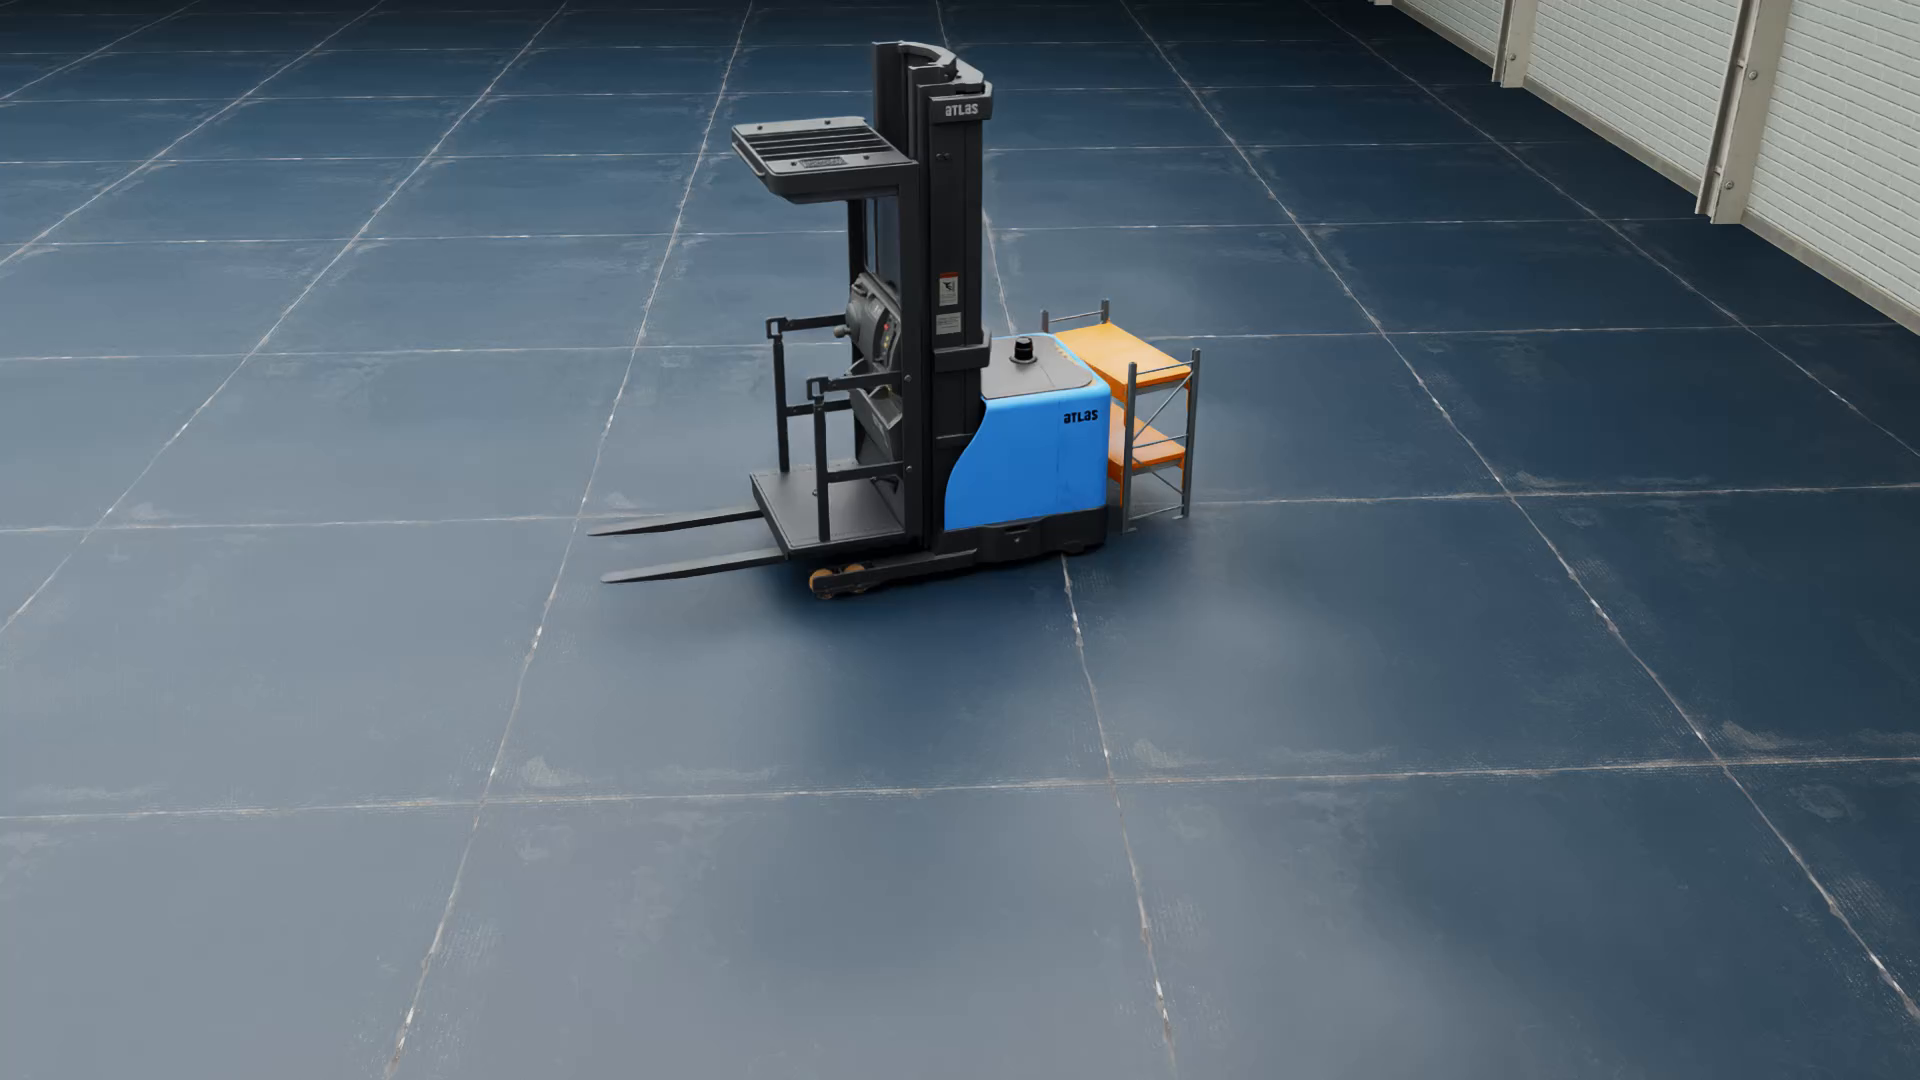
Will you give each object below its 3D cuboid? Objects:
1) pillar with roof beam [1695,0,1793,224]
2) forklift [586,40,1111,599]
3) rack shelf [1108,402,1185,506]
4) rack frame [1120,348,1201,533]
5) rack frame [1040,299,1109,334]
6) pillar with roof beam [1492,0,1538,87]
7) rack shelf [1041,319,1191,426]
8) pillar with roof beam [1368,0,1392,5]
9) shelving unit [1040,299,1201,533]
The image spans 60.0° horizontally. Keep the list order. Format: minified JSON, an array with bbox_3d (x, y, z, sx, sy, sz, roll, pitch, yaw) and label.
[{"bbox_3d":[3.142,-7.045,14.027,9.100,9.000,0.400,-1,28,-3],"label":"pillar with roof beam"},{"bbox_3d":[-0.678,-1.235,9.448,3.031,2.935,1.130,-9,29,-16],"label":"forklift"},{"bbox_3d":[0.983,-0.590,10.693,0.538,0.278,1.000,-14,31,-25],"label":"rack shelf"},{"bbox_3d":[1.223,-0.600,10.183,0.500,1.125,0.032,-14,31,-25],"label":"rack frame"},{"bbox_3d":[0.744,-1.014,10.977,0.500,1.125,0.032,-14,31,-25],"label":"rack frame"},{"bbox_3d":[2.829,-9.816,19.340,9.100,9.000,0.400,-1,28,-3],"label":"pillar with roof beam"},{"bbox_3d":[0.984,-1.066,10.445,0.538,0.278,1.000,-14,31,-25],"label":"rack shelf"},{"bbox_3d":[2.516,-12.587,24.652,9.100,9.000,0.400,-1,28,-3],"label":"pillar with roof beam"},{"bbox_3d":[0.983,-0.807,10.580,0.538,1.125,1.048,-14,31,-25],"label":"shelving unit"}]
